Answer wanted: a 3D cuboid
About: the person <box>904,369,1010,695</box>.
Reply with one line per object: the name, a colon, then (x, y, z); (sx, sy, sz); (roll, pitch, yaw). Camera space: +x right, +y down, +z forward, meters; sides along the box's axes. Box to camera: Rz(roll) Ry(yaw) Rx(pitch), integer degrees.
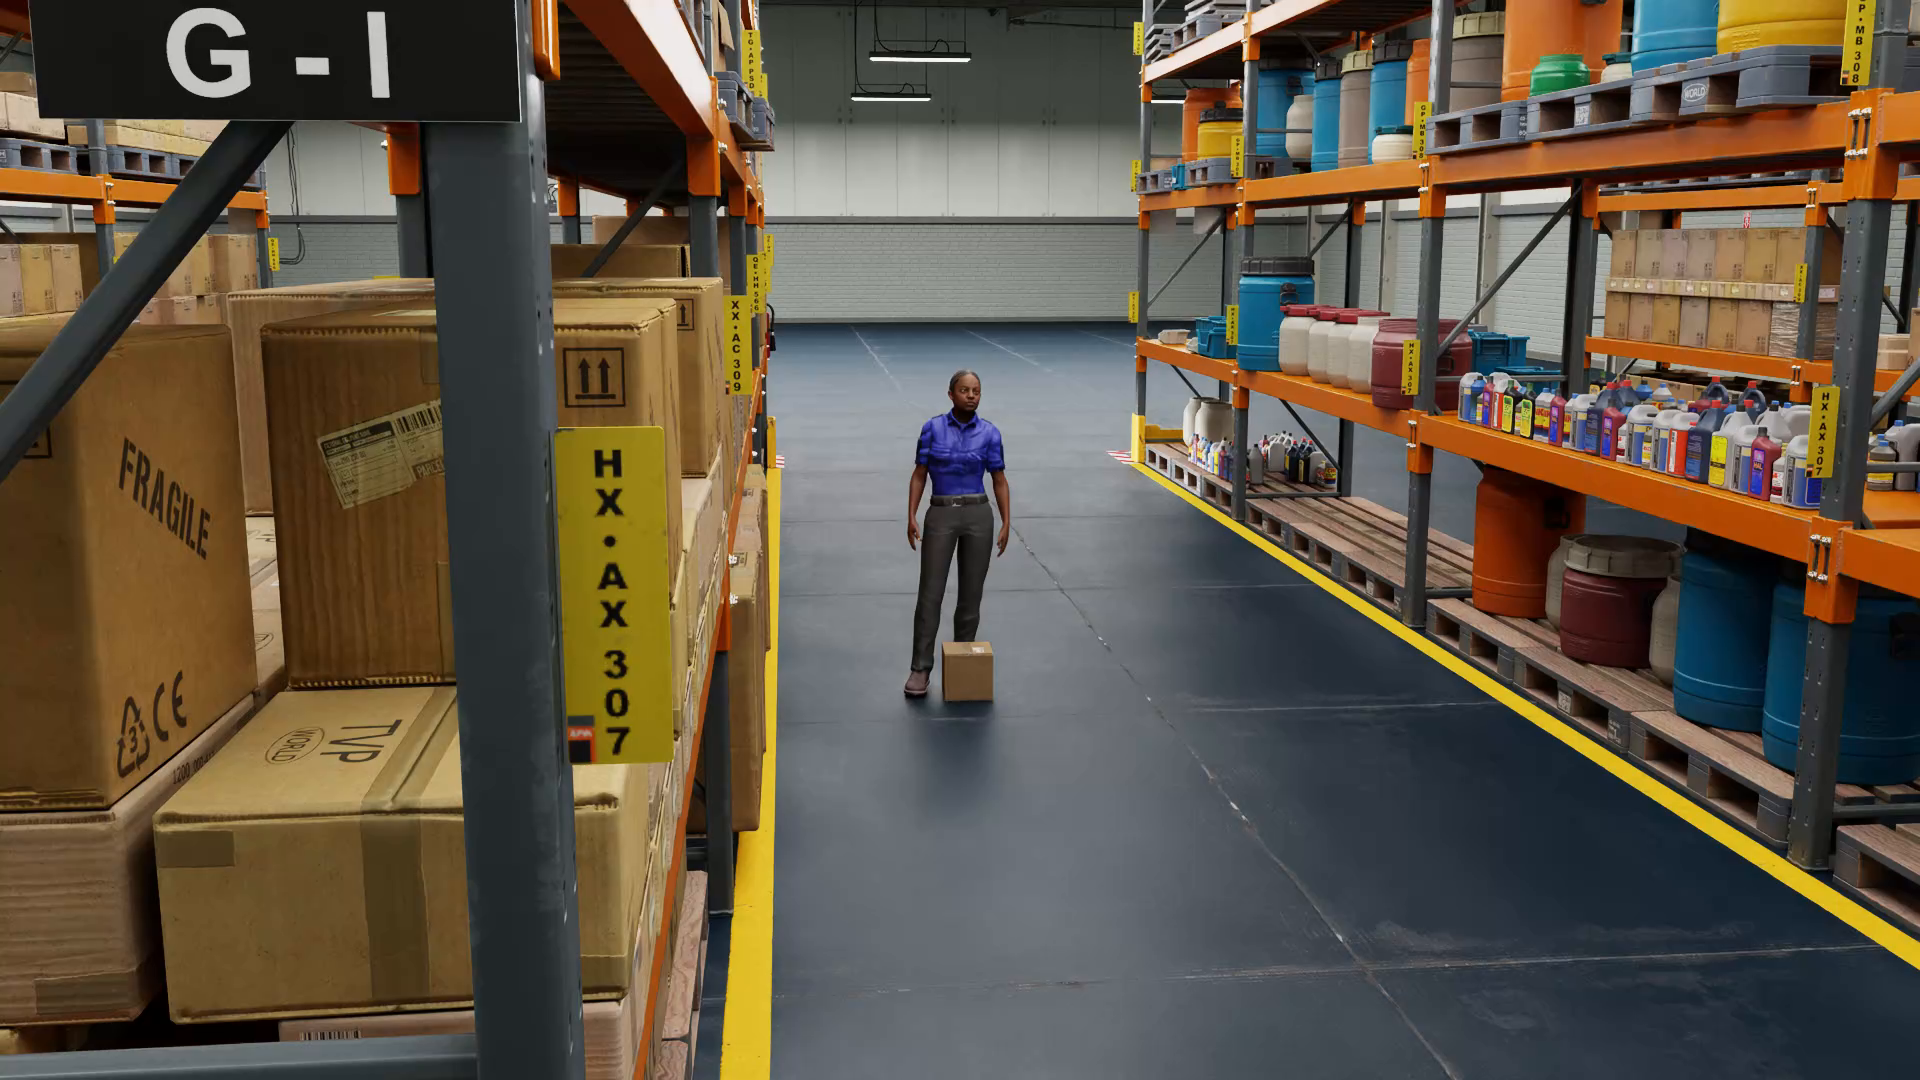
person: (-0.017, -0.051, 8.658); (0.568, 1.655, 0.503); (-1, 10, -3)
